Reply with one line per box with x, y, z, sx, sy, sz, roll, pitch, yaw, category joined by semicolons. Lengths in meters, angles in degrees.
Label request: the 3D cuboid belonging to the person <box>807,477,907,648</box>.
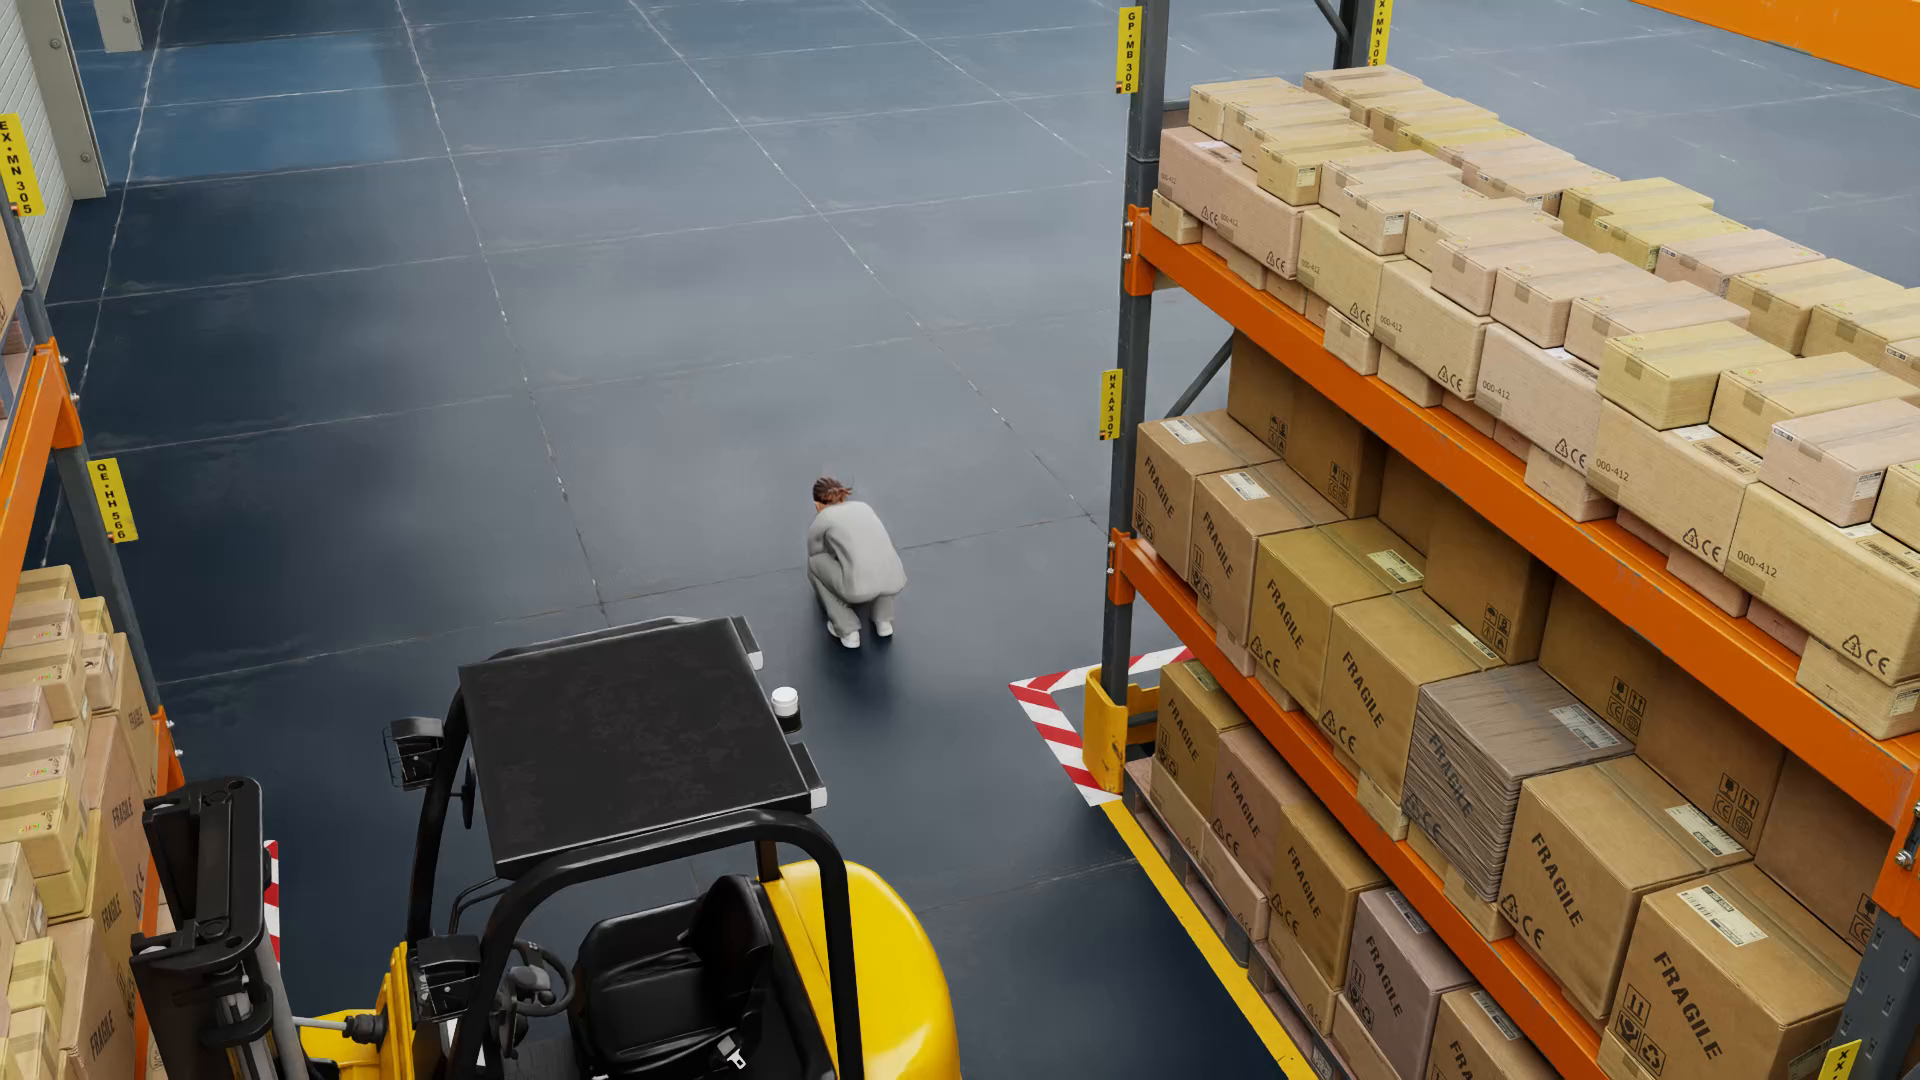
-0.589;0.140;9.097;0.467;0.813;0.839;-11;32;-18;person
